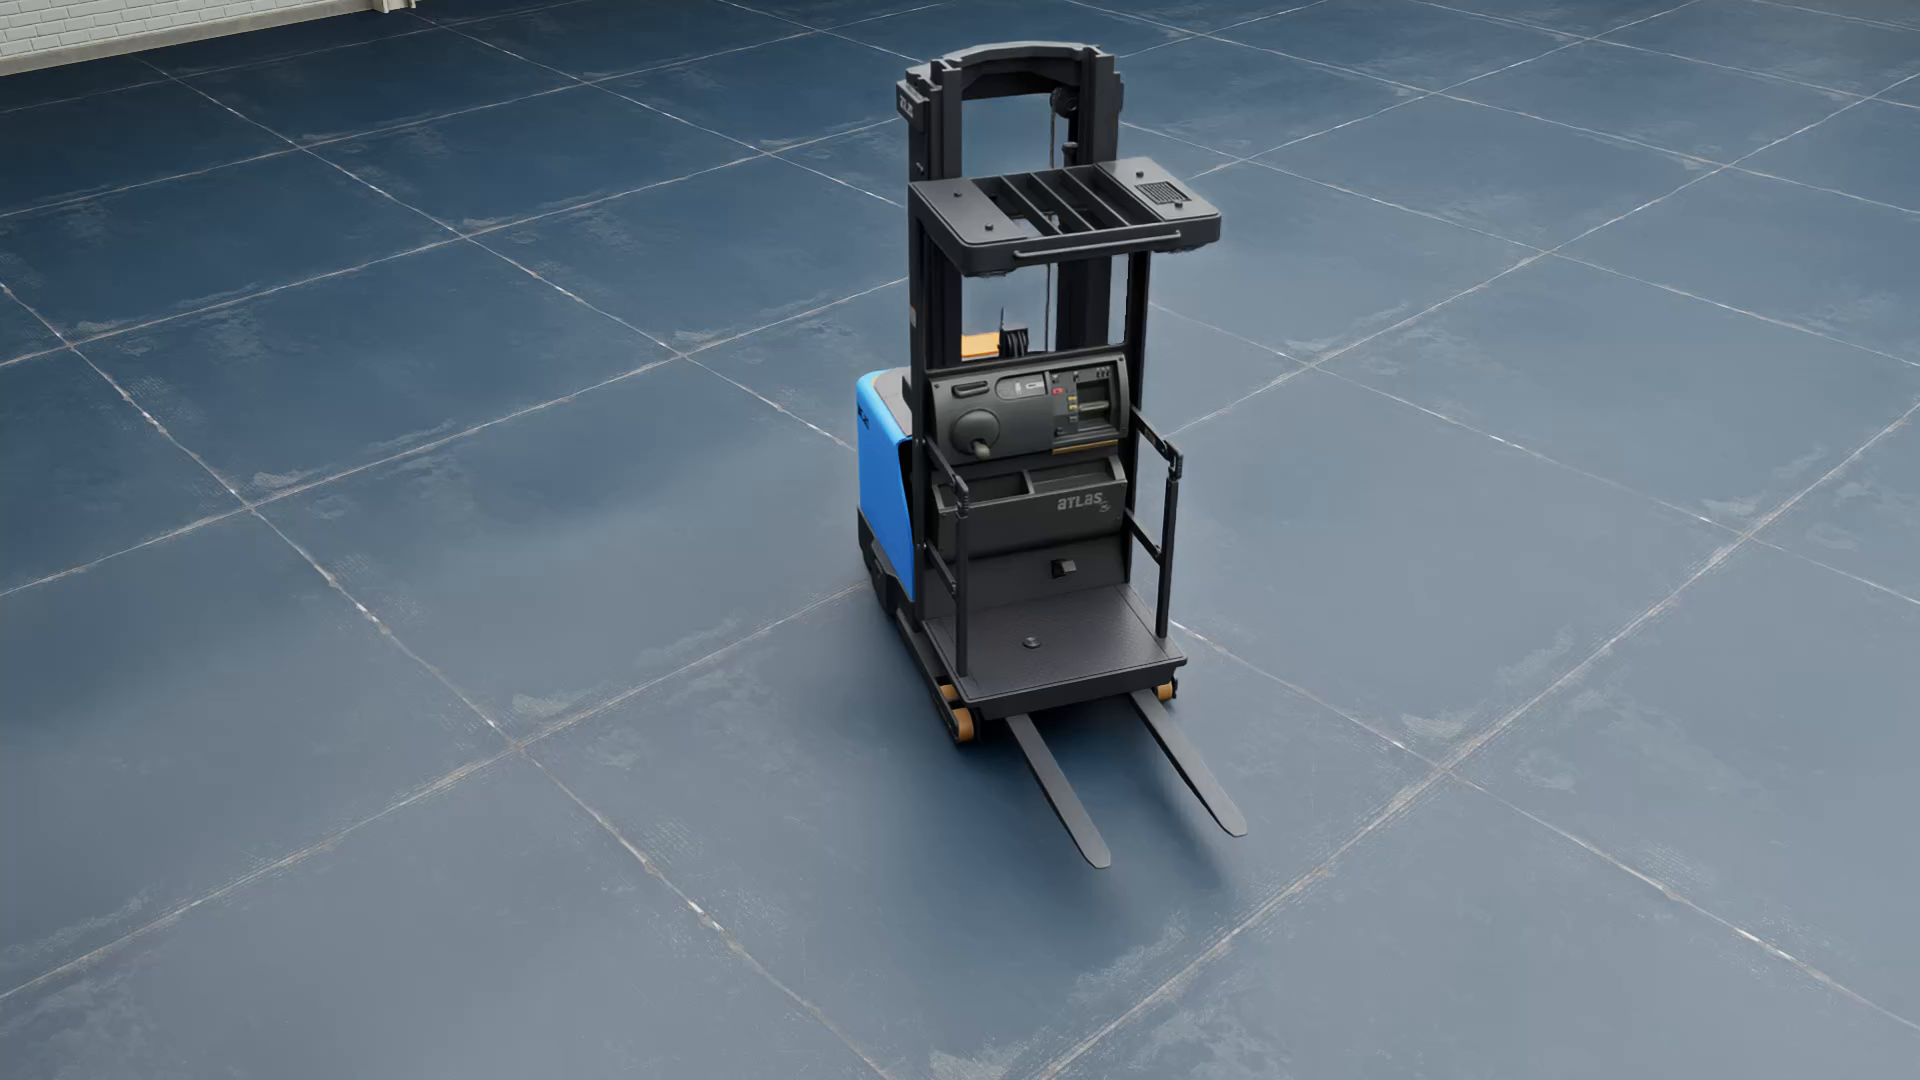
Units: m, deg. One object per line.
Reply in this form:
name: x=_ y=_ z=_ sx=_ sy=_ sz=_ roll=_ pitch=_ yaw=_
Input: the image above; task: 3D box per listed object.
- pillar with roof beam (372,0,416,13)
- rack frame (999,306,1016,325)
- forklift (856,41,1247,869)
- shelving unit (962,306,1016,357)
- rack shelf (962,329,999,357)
pillar with roof beam: x=-3.676 y=-8.404 z=14.368 sx=0.400 sy=9.000 sz=9.100 roll=-26 pitch=40 yaw=-35
rack frame: x=0.258 y=-0.698 z=9.241 sx=0.015 sy=1.200 sz=0.240 roll=-10 pitch=33 yaw=-16
forklift: x=0.393 y=-0.546 z=7.334 sx=1.130 sy=2.935 sz=3.031 roll=-10 pitch=33 yaw=-16
shelving unit: x=0.026 y=-0.658 z=9.176 sx=0.503 sy=1.200 sz=0.258 roll=-10 pitch=33 yaw=-16
rack shelf: x=0.026 y=-0.994 z=8.971 sx=0.480 sy=0.148 sz=0.258 roll=-10 pitch=33 yaw=-16
